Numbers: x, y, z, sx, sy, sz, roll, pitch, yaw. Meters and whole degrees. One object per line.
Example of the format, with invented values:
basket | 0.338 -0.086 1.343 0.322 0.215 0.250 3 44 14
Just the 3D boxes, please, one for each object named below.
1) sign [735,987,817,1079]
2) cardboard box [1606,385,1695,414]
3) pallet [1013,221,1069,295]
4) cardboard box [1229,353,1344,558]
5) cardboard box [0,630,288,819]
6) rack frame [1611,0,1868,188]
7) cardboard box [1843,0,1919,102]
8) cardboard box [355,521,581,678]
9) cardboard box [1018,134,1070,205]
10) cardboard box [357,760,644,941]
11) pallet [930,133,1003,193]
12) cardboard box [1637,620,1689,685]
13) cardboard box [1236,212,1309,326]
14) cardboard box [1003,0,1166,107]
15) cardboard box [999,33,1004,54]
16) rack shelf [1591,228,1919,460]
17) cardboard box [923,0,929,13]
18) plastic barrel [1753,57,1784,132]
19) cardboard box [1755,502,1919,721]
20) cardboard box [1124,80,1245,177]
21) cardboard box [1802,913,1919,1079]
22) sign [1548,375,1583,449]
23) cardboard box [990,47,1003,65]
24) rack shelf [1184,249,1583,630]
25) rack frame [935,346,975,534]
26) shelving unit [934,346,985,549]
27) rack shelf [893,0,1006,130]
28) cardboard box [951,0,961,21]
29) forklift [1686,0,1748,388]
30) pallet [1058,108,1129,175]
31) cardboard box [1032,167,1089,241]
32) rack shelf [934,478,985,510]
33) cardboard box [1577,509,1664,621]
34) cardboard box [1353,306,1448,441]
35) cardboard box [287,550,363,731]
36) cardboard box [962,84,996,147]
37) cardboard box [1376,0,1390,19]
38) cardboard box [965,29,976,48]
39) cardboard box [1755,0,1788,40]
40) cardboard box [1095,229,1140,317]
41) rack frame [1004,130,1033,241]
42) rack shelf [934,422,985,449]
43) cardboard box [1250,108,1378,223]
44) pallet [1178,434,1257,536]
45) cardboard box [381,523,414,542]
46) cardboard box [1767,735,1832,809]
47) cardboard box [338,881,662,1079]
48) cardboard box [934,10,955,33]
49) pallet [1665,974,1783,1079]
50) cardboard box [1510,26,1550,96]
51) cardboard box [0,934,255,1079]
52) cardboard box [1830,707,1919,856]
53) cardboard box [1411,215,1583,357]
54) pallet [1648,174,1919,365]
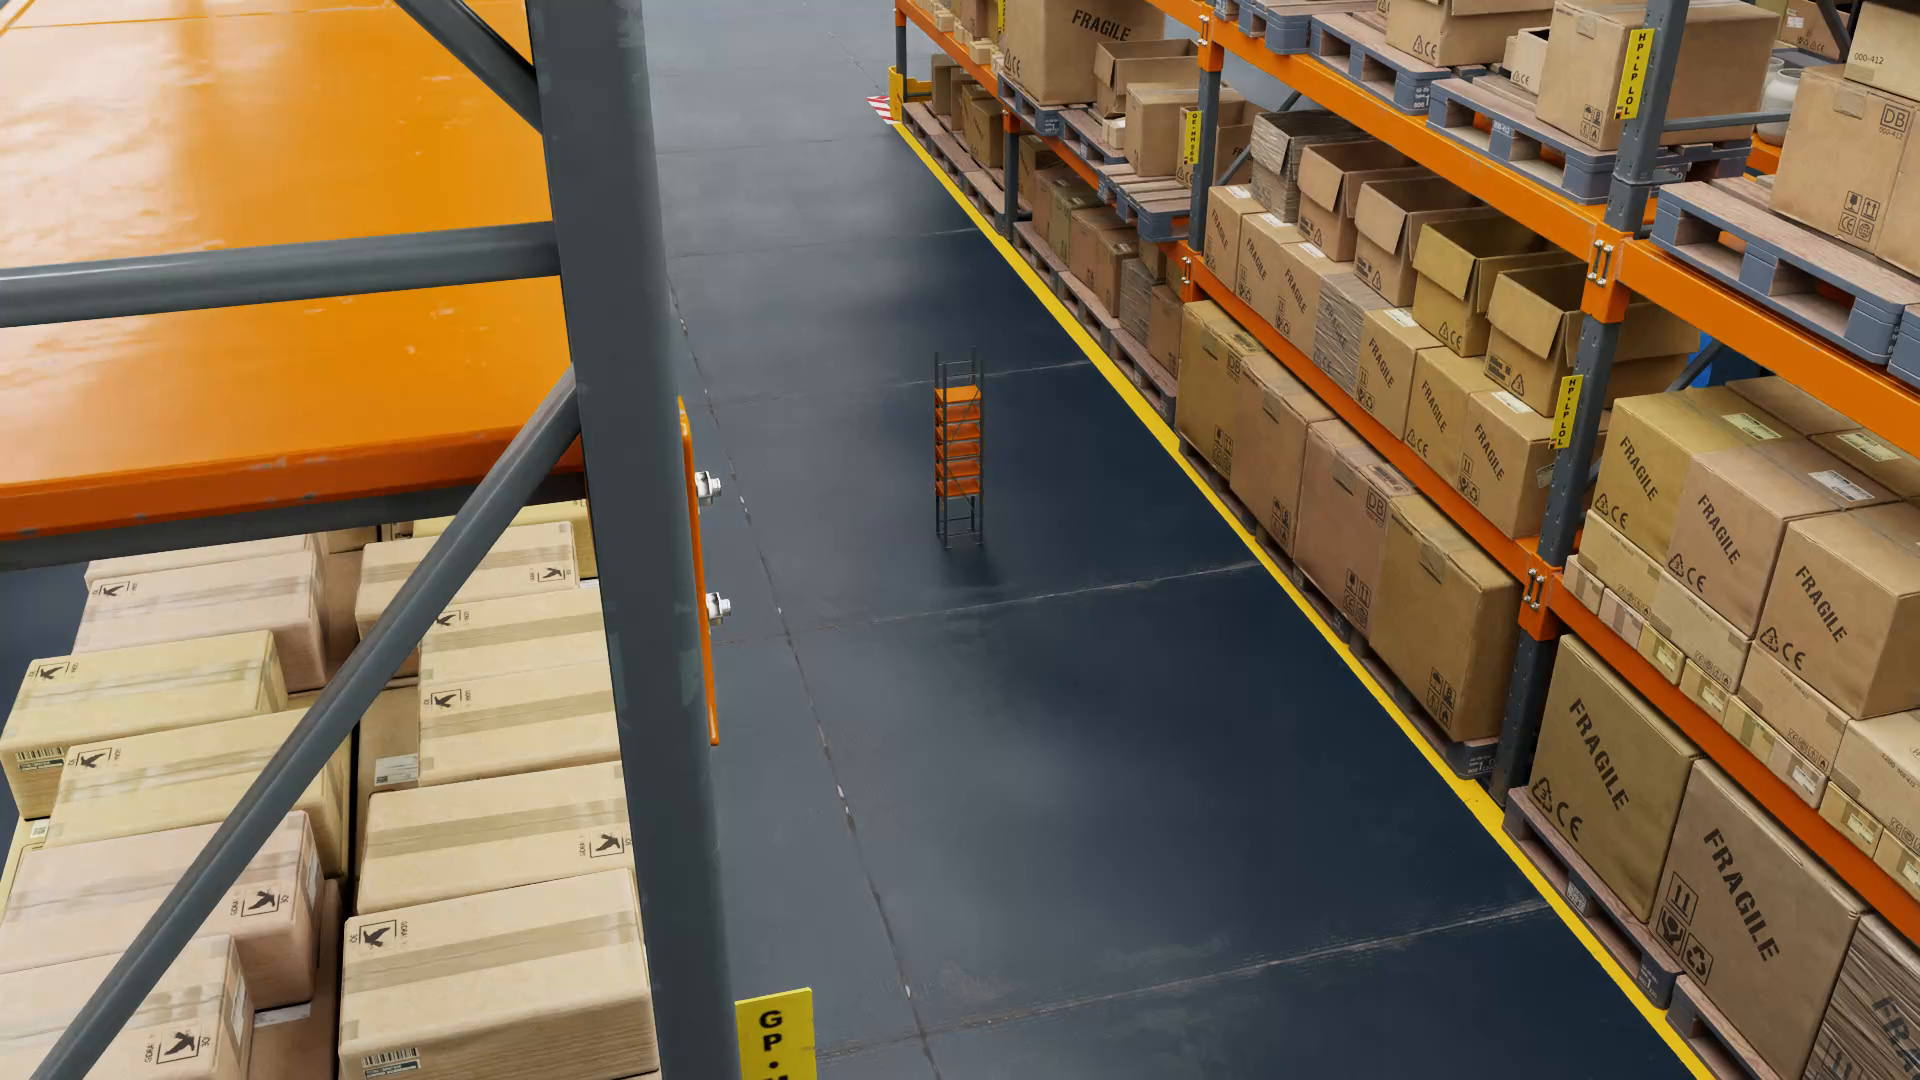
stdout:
sign | -0.219 0.662 1.977 0.100 0.325 0.005 -8 31 -13
cardboard box | 3.124 -0.431 7.632 0.500 0.500 0.500 -8 31 -13
pallet | 1.090 -2.413 13.940 1.003 0.211 1.213 -8 31 -13
cardboard box | 2.336 -0.559 9.654 1.225 0.875 0.875 -8 31 -13
cardboard box | -1.328 0.297 2.731 0.380 0.149 0.250 -7 31 -12
rack frame | 3.005 -2.729 5.713 1.000 3.000 0.127 -8 31 -13
cardboard box | 3.249 -1.568 5.335 0.500 0.250 0.500 -10 31 -16
cardboard box | -0.895 0.107 3.060 0.380 0.149 0.250 -7 31 -12
cardboard box | 0.814 -3.295 14.755 0.500 0.500 0.500 -9 31 -15
cardboard box | -0.659 0.476 2.423 0.380 0.149 0.250 -7 31 -11
pallet | 0.342 -3.699 16.162 1.003 0.211 1.213 -8 31 -13
cardboard box | 2.903 0.418 6.516 0.380 0.149 0.250 -7 31 -12
cardboard box | 1.949 -1.588 9.630 0.500 0.500 0.500 -9 31 -15
cardboard box | 0.958 -4.035 12.940 1.000 1.000 1.000 -8 31 -13
cardboard box | 0.822 -4.394 14.181 0.875 0.500 0.500 -8 31 -13
rack shelf | 3.536 -0.153 4.975 1.077 0.370 4.000 -8 31 -13
cardboard box | -0.148 -5.286 16.370 0.380 0.149 0.250 -8 31 -13
plastic barrel | 6.128 -3.443 12.824 0.421 0.512 0.421 0 30 0
cardboard box | 3.152 0.234 5.686 0.500 0.500 0.500 -9 31 -15
cardboard box | 1.517 -2.801 11.307 0.700 0.500 0.500 -3 30 -6
cardboard box | 3.578 1.799 5.580 0.875 0.875 0.875 -8 31 -13
sign | 2.485 -0.522 6.812 0.100 0.325 0.005 -8 31 -13
cardboard box | 0.476 -4.203 14.499 0.380 0.149 0.250 -8 31 -13
rack shelf | 2.474 -0.787 9.064 1.077 0.370 4.000 -8 31 -13
rack frame | -0.028 -0.570 9.769 0.240 1.200 0.006 -8 31 -13
shelving unit | -0.004 -0.526 9.693 0.258 1.200 0.189 -8 31 -13
rack shelf | 0.351 -4.651 15.740 1.077 0.370 4.000 -8 31 -13
cardboard box | 0.401 -5.115 15.427 0.875 0.500 0.500 -8 31 -13
forklift | 4.378 -2.410 11.219 1.130 2.935 3.031 5 30 8
pallet | 1.379 -2.932 12.244 1.003 0.211 1.213 -8 31 -13
cardboard box | 1.024 -2.805 13.890 0.700 0.500 0.500 -10 32 -17
rack shelf | -0.004 -0.280 9.835 0.258 0.103 0.180 -8 31 -13
cardboard box | 2.877 0.066 6.726 0.500 0.250 0.500 -8 31 -14
cardboard box | 2.348 -0.857 8.367 0.500 0.500 0.500 -8 31 -14
cardboard box | -1.380 0.277 3.164 0.500 0.250 0.500 -7 31 -13
cardboard box | 0.309 -4.135 16.207 0.500 0.500 0.500 -5 30 -9
cardboard box | 2.489 -2.897 8.479 0.500 0.500 0.500 -6 31 -11
cardboard box | 0.257 -4.563 15.120 0.380 0.149 0.250 -8 31 -13
cardboard box | 9.435 -6.030 18.982 0.500 0.500 0.500 -8 31 -13
cardboard box | 1.430 -2.033 12.555 0.700 0.500 0.500 -5 30 -9
rack frame | 0.882 -3.996 13.891 1.000 3.000 0.127 -8 31 -13
rack shelf | -0.004 -0.592 9.655 0.258 0.103 0.180 -8 31 -13
cardboard box | 2.122 -2.186 9.663 0.797 0.503 0.637 -7 31 -12
pallet | 2.080 -0.467 10.577 1.003 0.211 1.213 -8 31 -13
cardboard box | -1.006 -0.028 3.691 0.500 0.250 0.500 -9 31 -15
cardboard box | 3.108 0.789 5.874 0.380 0.149 0.250 -7 31 -13
cardboard box | -0.611 0.709 2.418 0.500 0.250 0.500 -7 31 -12
cardboard box | -0.029 -4.913 15.725 0.380 0.149 0.250 -8 31 -13
pallet | 3.459 2.043 6.242 1.003 0.211 1.213 -8 31 -13
cardboard box | 2.801 -2.116 7.317 0.500 0.311 0.500 -9 31 -15
cardboard box | -1.114 0.667 2.094 0.380 0.149 0.250 -8 31 -14
cardboard box | 3.271 0.795 5.466 0.500 0.250 0.500 -8 31 -13
cardboard box | 2.657 -1.250 8.046 0.797 0.503 0.637 -8 31 -13
pallet | 3.212 -0.996 5.801 1.003 0.211 1.213 -8 31 -13
